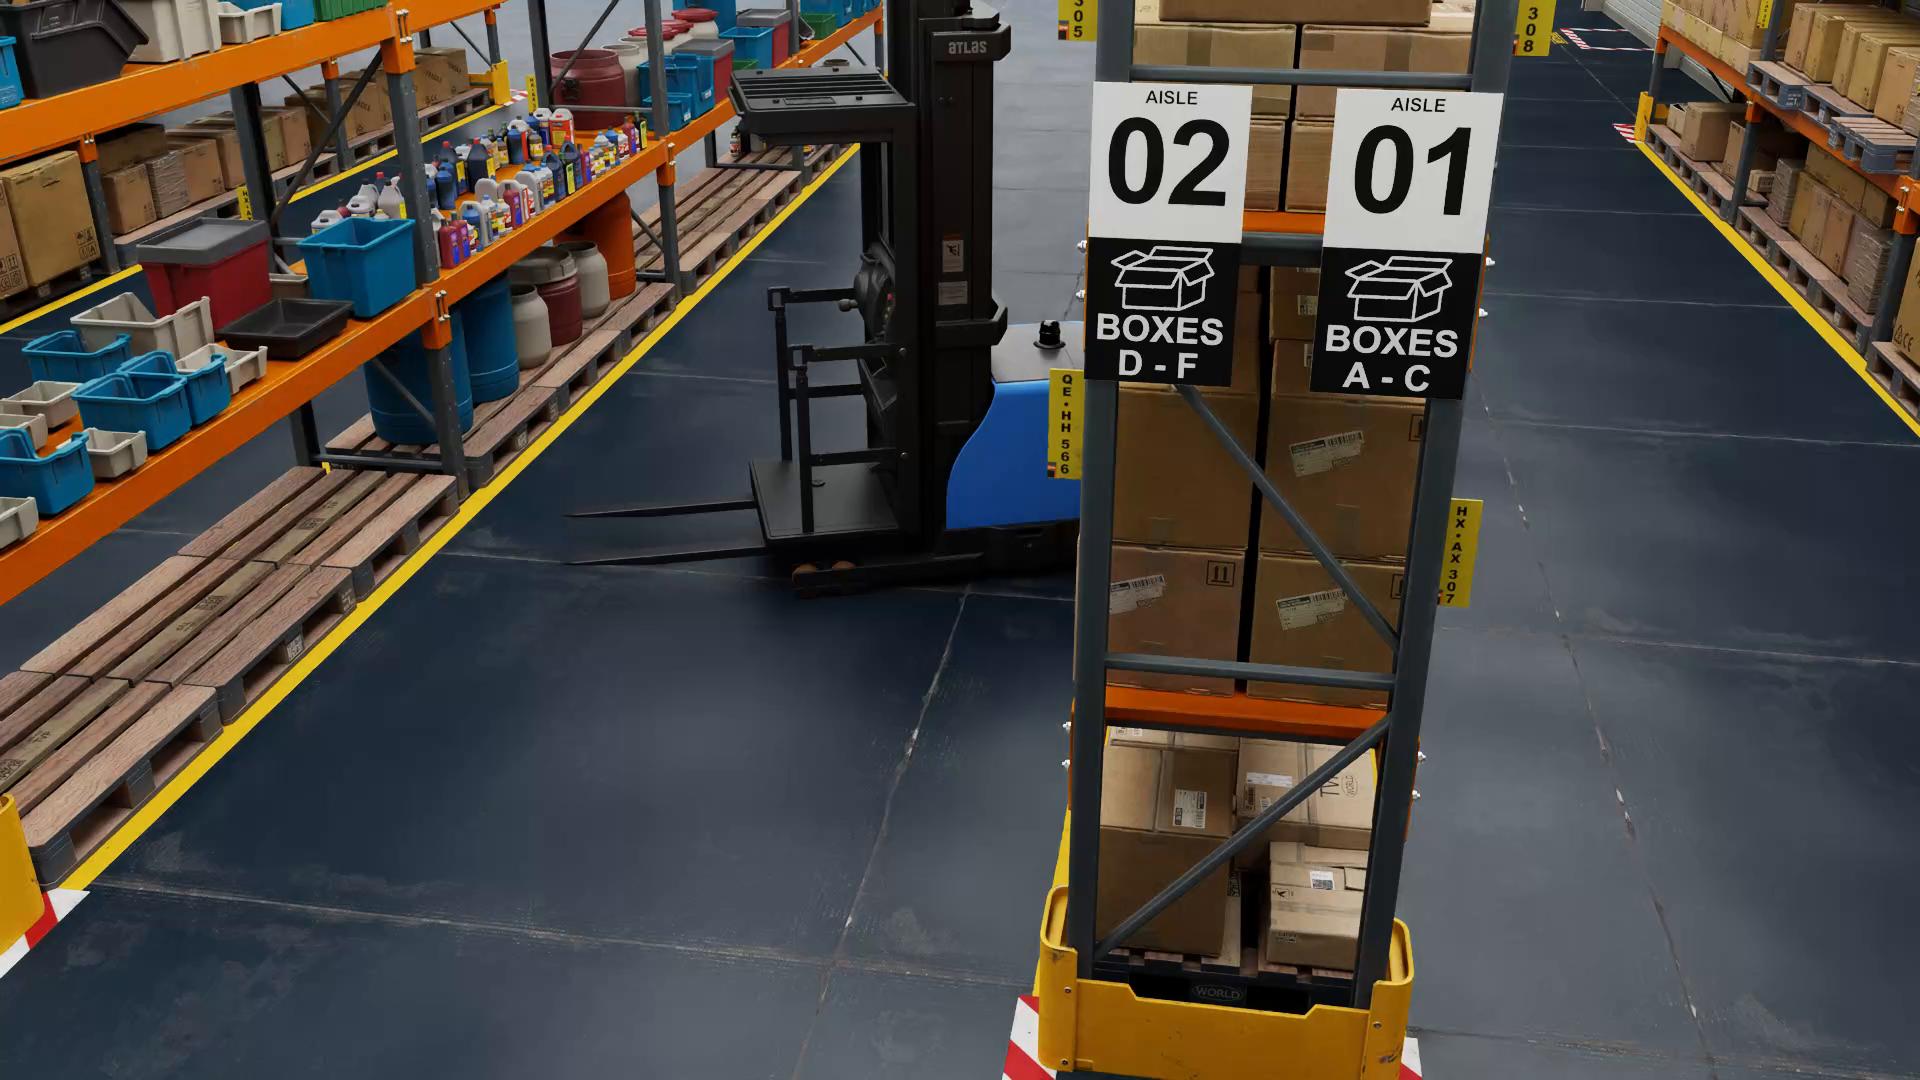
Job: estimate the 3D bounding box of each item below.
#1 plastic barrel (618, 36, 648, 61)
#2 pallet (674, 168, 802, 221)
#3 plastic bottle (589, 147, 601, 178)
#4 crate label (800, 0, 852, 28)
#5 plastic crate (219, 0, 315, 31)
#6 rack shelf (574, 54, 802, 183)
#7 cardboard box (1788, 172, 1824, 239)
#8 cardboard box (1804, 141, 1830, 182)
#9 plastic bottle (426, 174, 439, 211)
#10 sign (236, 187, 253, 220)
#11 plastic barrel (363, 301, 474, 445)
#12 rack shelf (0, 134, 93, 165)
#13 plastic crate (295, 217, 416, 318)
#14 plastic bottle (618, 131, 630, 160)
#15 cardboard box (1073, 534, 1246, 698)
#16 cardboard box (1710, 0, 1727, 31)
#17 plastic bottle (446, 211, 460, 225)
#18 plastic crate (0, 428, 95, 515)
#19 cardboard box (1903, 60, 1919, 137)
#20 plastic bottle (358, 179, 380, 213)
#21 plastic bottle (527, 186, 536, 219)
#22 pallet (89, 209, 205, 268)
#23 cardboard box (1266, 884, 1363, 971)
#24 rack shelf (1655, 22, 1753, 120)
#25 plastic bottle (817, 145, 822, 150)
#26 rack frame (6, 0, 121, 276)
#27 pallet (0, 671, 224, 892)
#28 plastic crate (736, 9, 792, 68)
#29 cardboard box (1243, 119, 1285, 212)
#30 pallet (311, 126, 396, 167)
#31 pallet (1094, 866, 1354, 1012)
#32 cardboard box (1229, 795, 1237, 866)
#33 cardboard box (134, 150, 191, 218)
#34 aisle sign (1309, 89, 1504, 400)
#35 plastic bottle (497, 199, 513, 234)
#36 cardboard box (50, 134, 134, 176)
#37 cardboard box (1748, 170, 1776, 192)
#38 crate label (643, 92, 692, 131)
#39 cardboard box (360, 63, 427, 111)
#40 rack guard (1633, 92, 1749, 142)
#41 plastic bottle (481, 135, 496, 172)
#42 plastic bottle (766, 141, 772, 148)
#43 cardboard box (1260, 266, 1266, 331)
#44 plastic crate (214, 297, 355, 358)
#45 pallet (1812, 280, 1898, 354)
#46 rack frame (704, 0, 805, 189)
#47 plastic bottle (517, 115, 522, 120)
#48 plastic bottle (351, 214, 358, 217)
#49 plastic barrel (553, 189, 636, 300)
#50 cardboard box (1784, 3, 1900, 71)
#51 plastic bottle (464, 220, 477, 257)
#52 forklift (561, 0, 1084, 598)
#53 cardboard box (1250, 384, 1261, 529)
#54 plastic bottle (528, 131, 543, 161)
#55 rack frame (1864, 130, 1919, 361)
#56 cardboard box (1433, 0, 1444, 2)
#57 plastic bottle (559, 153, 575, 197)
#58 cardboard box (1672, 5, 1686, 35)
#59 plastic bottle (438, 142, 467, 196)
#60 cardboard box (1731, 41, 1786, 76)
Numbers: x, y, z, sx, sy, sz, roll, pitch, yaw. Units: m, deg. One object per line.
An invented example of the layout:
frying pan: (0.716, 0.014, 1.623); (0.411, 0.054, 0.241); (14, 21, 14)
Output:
plastic barrel: (-2.710, -3.971, 14.063); (0.421, 0.512, 0.421); (0, 25, 0)
pallet: (-2.173, -3.378, 16.217); (1.003, 0.211, 1.213); (4, 25, 9)
plastic bottle: (-2.552, -2.622, 11.549); (0.097, 0.201, 0.097); (0, 25, 0)
crate label: (-1.463, -5.872, 18.216); (0.502, 0.435, 0.616); (4, 25, 9)
plastic crate: (-3.224, -2.506, 7.724); (0.416, 0.233, 0.300); (4, 25, 9)
rack shelf: (-2.409, -3.810, 14.699); (1.077, 0.370, 4.000); (4, 25, 9)
cardboard box: (7.552, -2.824, 14.175); (0.700, 0.500, 0.500); (4, 25, 7)
cardboard box: (7.519, -3.199, 14.091); (0.500, 0.250, 0.500); (3, 25, 7)
plastic bottle: (-3.354, -2.174, 10.508); (0.097, 0.271, 0.097); (0, 25, 0)
sign: (-3.932, -1.790, 9.210); (0.100, 0.325, 0.005); (4, 25, 9)
plastic barrel: (-3.284, -1.092, 10.025); (0.600, 0.901, 0.708); (4, 25, 9)
rack shelf: (-7.950, -2.480, 11.858); (1.077, 0.370, 4.000); (4, 25, 9)
plastic crate: (-3.130, -1.427, 8.709); (0.392, 0.384, 0.575); (4, 25, 9)
plastic bottle: (-2.456, -2.867, 12.071); (0.097, 0.201, 0.097); (0, 25, 0)
cardboard box: (0.647, 0.140, 5.294); (0.500, 0.500, 0.500); (5, 26, 10)
cardboard box: (7.632, -5.204, 16.099); (0.500, 0.500, 0.500); (3, 25, 7)
plastic bottle: (-3.005, -1.857, 9.914); (0.097, 0.201, 0.097); (0, 25, 0)
plastic crate: (-3.571, -0.260, 6.394); (0.416, 0.233, 0.300); (4, 25, 9)
cardboard box: (7.104, -3.054, 11.600); (0.700, 0.500, 0.500); (1, 25, 2)
plastic bottle: (-3.563, -2.011, 10.066); (0.144, 0.351, 0.185); (4, 25, 9)
plastic bottle: (-2.741, -2.137, 10.512); (0.097, 0.201, 0.097); (0, 25, 0)
pallet: (-7.493, -2.706, 14.782); (1.003, 0.211, 1.213); (4, 25, 9)
cardboard box: (1.250, 1.332, 5.709); (0.380, 0.149, 0.250); (4, 25, 9)
rack shelf: (8.018, -4.796, 16.807); (1.077, 0.370, 4.000); (4, 25, 9)
plastic bottle: (-1.541, -4.280, 17.462); (0.144, 0.351, 0.185); (5, 25, 10)
rack frame: (-7.623, -3.642, 13.493); (1.000, 3.000, 0.127); (4, 25, 9)
pallet: (-3.871, 0.968, 6.934); (1.003, 0.211, 1.213); (4, 25, 9)
plastic crate: (-1.860, -4.777, 15.842); (0.402, 0.464, 0.583); (4, 25, 9)
cardboard box: (0.666, -1.132, 4.769); (0.500, 0.250, 0.500); (4, 25, 9)
pallet: (-6.894, -4.335, 18.263); (1.003, 0.211, 1.213); (4, 25, 9)
pallet: (0.984, 1.289, 6.247); (1.003, 0.211, 1.213); (4, 25, 9)
cardboard box: (0.843, 1.068, 6.253); (0.380, 0.166, 0.250); (4, 25, 9)
cardboard box: (-7.455, -3.224, 15.029); (0.700, 0.500, 0.500); (2, 25, 4)
aisle sign: (1.121, -0.737, 4.219); (0.394, 0.787, 0.004); (4, 25, 9)
plastic bottle: (-2.801, -1.984, 10.185); (0.097, 0.201, 0.097); (0, 25, 0)
cardboard box: (-7.543, -3.331, 14.374); (0.500, 0.250, 0.500); (5, 26, 11)
cardboard box: (7.749, -3.427, 15.857); (0.380, 0.166, 0.250); (1, 25, 2)
crate label: (-2.298, -3.373, 13.116); (0.303, 0.233, 0.416); (4, 25, 9)
cardboard box: (-6.619, -5.273, 19.431); (0.500, 0.500, 0.500); (6, 26, 13)
rack guard: (8.333, -4.795, 18.903); (1.175, 0.500, 0.348); (4, 25, 9)
plastic bottle: (-3.307, -2.690, 11.610); (0.097, 0.271, 0.097); (0, 25, 0)
plastic bottle: (-2.080, -4.307, 17.608); (0.152, 0.276, 0.135); (4, 25, 9)
cardboard box: (1.505, -1.125, 6.817); (0.500, 0.500, 0.500); (4, 25, 9)
plastic crate: (-3.308, -1.042, 8.191); (0.437, 0.125, 0.590); (4, 25, 9)
pallet: (7.167, -1.676, 12.582); (1.003, 0.211, 1.213); (4, 25, 9)
rack frame: (-2.083, -4.972, 16.334); (1.000, 3.000, 0.127); (4, 25, 9)
plastic bottle: (-3.225, -2.953, 12.159); (0.061, 0.283, 0.133); (4, 25, 9)
plastic bottle: (-3.571, -1.825, 9.846); (0.097, 0.201, 0.097); (0, 25, 0)
plastic barrel: (-2.799, -2.300, 12.691); (0.600, 0.830, 0.708); (4, 25, 9)
cardboard box: (7.574, -4.320, 14.303); (0.700, 0.500, 0.500); (4, 25, 9)
plastic bottle: (-2.887, -1.765, 9.717); (0.097, 0.201, 0.097); (0, 25, 0)
forklift: (-0.616, -1.274, 8.514); (3.031, 2.935, 1.130); (-5, 26, -11)
cardboard box: (1.339, -0.247, 6.121); (0.500, 0.500, 0.500); (4, 25, 8)
plastic bottle: (-3.075, -2.856, 12.048); (0.097, 0.201, 0.097); (0, 25, 0)
rack frame: (7.038, -2.613, 11.293); (1.000, 3.000, 0.127); (4, 25, 9)
cardboard box: (1.075, -1.884, 4.902); (0.700, 0.500, 0.500); (4, 25, 9)
plastic bottle: (-2.620, -2.436, 11.054); (0.061, 0.283, 0.133); (4, 25, 9)
cardboard box: (7.881, -5.499, 17.614); (0.500, 0.250, 0.500); (3, 25, 7)
plastic bottle: (-3.383, -2.472, 11.050); (0.144, 0.351, 0.185); (4, 25, 9)
cardboard box: (7.470, -4.446, 15.363); (0.500, 0.250, 0.500); (4, 25, 9)
